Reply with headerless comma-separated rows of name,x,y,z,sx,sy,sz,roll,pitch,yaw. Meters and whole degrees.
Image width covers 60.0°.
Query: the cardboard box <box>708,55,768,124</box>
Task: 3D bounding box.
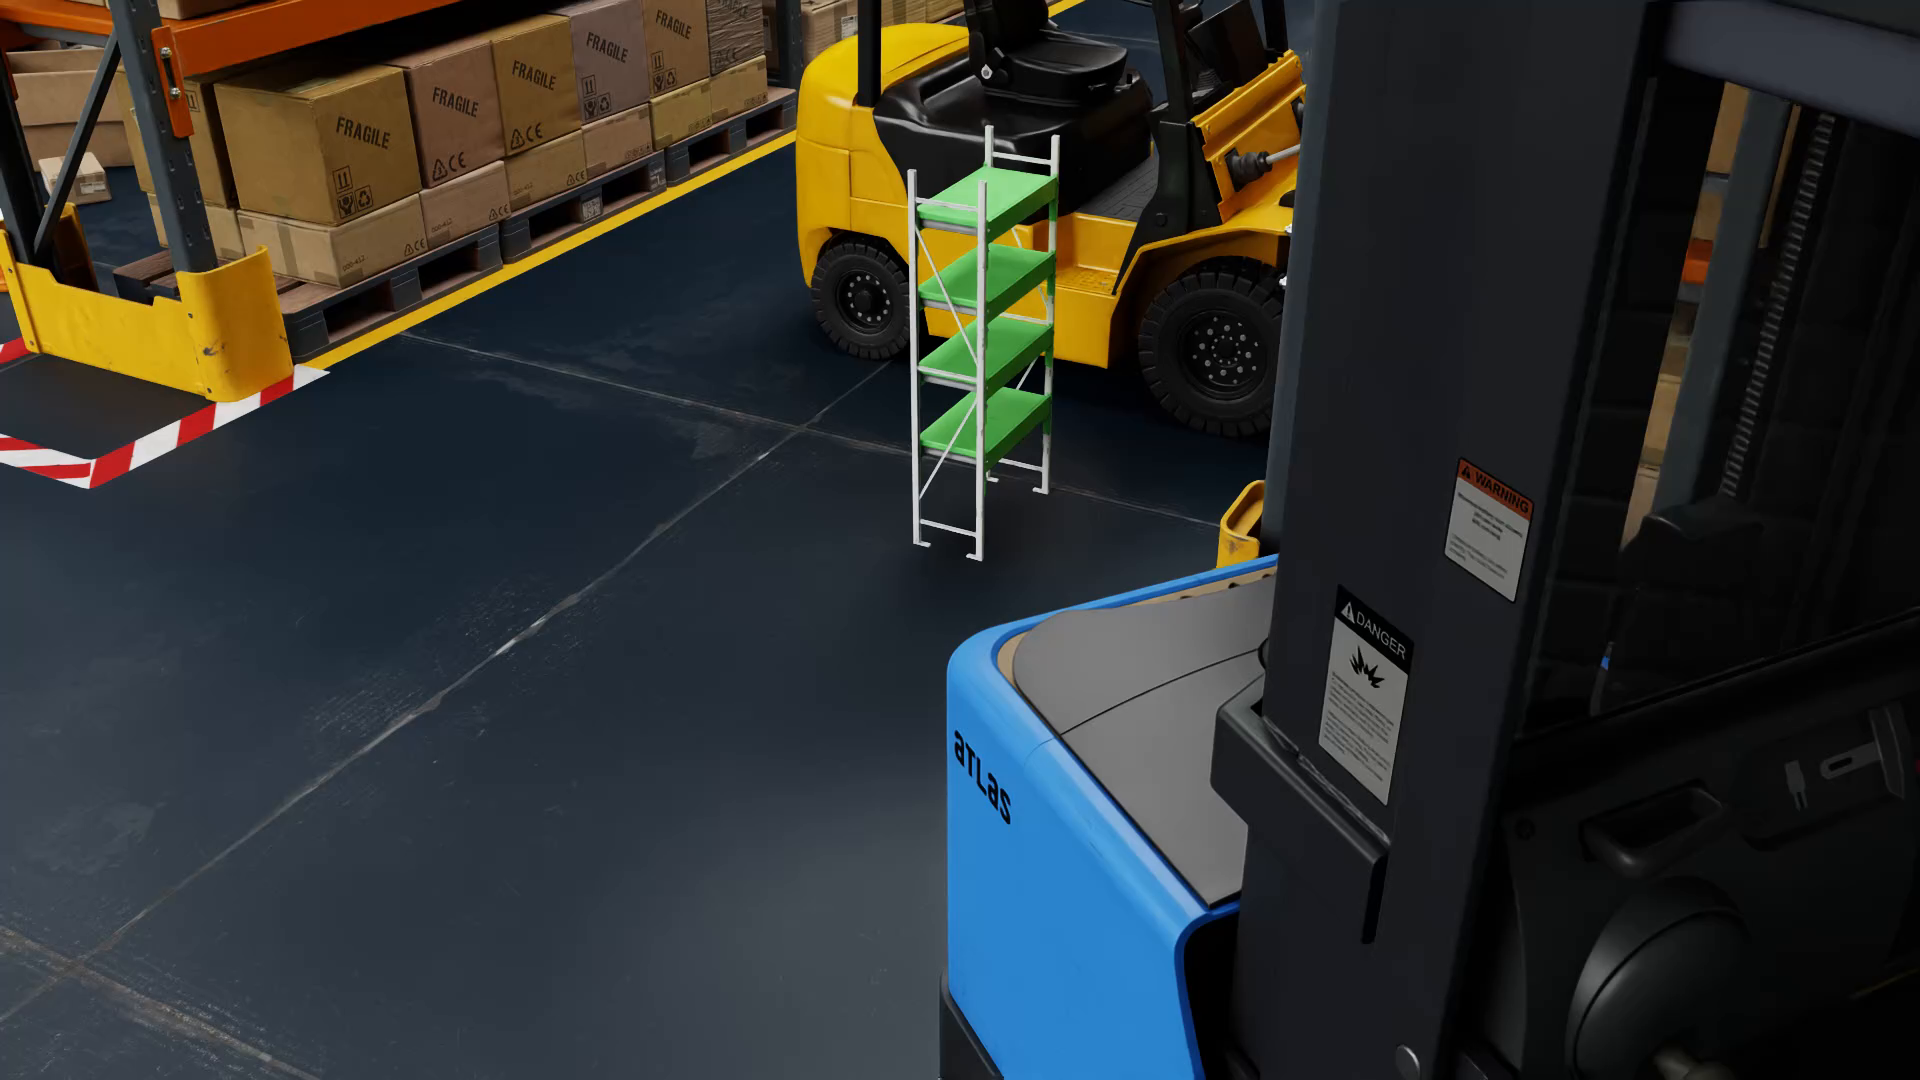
cardboard box,-1.365,-2.411,8.775,0.500,0.250,0.500,16,33,25

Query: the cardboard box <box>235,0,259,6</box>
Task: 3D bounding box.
cardboard box,-2.716,-2.081,6.113,0.380,0.149,0.250,15,33,24

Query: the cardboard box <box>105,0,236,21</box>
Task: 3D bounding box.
cardboard box,-2.818,-1.965,5.912,0.380,0.149,0.250,14,33,23

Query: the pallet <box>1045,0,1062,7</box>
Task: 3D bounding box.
pallet,0.130,-3.962,11.937,1.003,0.211,1.213,14,33,23

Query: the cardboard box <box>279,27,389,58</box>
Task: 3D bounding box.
cardboard box,-2.790,-1.932,7.189,0.500,0.500,0.500,16,33,25

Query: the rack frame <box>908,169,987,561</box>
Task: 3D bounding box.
rack frame,-0.036,-0.486,4.891,0.240,1.200,0.015,14,33,23

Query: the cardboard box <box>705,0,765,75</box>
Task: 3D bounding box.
cardboard box,-1.366,-2.736,8.588,0.500,0.500,0.500,14,33,23

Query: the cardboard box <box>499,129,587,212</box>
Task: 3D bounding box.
cardboard box,-2.067,-1.725,7.580,0.500,0.250,0.500,17,34,27

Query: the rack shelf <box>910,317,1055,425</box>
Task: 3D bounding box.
rack shelf,0.075,-0.538,5.111,0.258,0.148,0.480,14,33,23

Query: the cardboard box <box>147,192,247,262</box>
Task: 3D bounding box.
cardboard box,-3.017,-1.390,6.998,0.500,0.250,0.500,14,33,23

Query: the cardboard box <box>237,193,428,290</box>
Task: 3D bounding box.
cardboard box,-2.543,-1.255,6.763,0.500,0.250,0.500,14,33,23

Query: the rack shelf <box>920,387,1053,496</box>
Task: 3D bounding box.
rack shelf,0.075,-0.330,5.230,0.258,0.148,0.480,14,33,23

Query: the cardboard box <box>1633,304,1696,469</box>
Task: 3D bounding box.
cardboard box,1.651,-0.440,4.339,0.500,0.250,0.500,14,33,23

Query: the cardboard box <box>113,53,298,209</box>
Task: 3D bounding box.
cardboard box,-3.024,-1.700,6.784,0.500,0.500,0.500,15,33,24

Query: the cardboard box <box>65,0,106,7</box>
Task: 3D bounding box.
cardboard box,-3.177,-2.076,6.105,0.380,0.149,0.250,15,33,25

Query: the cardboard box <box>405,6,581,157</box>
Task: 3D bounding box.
cardboard box,-2.063,-2.044,7.384,0.500,0.500,0.500,15,33,24

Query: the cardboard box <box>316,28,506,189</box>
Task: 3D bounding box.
cardboard box,-2.299,-1.824,7.000,0.500,0.500,0.500,13,32,21

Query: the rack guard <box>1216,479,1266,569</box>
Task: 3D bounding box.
rack guard,1.252,0.248,4.315,1.175,0.500,0.348,14,33,23

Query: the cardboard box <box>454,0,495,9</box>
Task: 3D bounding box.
cardboard box,-2.315,-2.389,7.984,0.500,0.500,0.500,16,34,26

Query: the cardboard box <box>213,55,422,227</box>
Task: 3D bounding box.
cardboard box,-2.533,-1.591,6.595,0.500,0.500,0.500,13,32,22

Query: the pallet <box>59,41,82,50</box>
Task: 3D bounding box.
pallet,-6.204,-3.293,10.773,1.003,0.211,1.213,14,33,23

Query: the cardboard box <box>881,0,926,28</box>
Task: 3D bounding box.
cardboard box,-0.774,-3.339,10.269,0.950,0.372,0.625,16,34,26

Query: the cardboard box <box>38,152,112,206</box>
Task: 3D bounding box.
cardboard box,-4.359,-1.773,8.189,0.250,0.149,0.380,-18,34,-28

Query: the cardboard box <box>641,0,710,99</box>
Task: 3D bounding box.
cardboard box,-1.596,-2.510,8.195,0.500,0.500,0.500,15,33,24

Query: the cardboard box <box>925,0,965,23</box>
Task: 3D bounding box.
cardboard box,-0.459,-3.648,10.807,0.950,0.372,0.625,15,33,25

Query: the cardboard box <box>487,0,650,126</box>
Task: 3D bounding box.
cardboard box,-1.827,-2.283,7.800,0.500,0.500,0.500,16,34,26

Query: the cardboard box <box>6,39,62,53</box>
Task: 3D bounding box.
cardboard box,-5.581,-2.818,9.653,0.500,0.500,0.500,21,36,32

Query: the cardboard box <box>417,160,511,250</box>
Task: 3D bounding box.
cardboard box,-2.304,-1.480,7.154,0.500,0.250,0.500,16,33,25

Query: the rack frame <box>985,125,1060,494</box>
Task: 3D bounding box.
rack frame,0.187,-0.702,5.267,0.240,1.200,0.015,14,33,23

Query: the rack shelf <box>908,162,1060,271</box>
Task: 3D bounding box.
rack shelf,0.075,-0.955,4.872,0.258,0.148,0.480,14,33,23

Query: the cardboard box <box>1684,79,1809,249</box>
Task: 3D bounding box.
cardboard box,1.736,-1.046,3.959,0.500,0.500,0.500,15,33,25

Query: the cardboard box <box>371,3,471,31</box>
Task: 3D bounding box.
cardboard box,-2.553,-2.154,7.575,0.500,0.500,0.500,14,33,22

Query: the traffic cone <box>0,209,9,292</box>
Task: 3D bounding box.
traffic cone,-4.110,-1.354,7.143,0.336,0.463,0.334,14,33,23

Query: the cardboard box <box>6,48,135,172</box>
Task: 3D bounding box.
cardboard box,-4.611,-2.241,8.647,0.797,0.503,0.637,-7,31,-11

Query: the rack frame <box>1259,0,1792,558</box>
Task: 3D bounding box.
rack frame,1.263,-0.846,3.711,1.000,3.000,0.127,14,33,23

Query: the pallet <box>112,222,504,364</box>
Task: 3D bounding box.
pallet,-2.721,-1.147,7.036,1.003,0.211,1.213,14,33,23

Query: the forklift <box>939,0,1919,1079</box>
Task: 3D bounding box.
forklift,1.047,0.384,1.639,1.130,2.935,3.031,-13,32,-22

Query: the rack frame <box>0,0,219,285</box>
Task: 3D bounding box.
rack frame,-3.157,-1.971,5.669,1.000,3.000,0.127,14,33,23

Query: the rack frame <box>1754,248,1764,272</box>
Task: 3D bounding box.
rack frame,3.086,-2.619,6.799,1.000,3.000,0.127,14,33,23

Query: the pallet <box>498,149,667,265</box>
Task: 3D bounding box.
pallet,-2.164,-1.686,7.974,1.003,0.211,1.213,14,33,23

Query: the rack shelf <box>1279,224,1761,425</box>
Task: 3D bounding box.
rack shelf,2.174,-1.421,5.435,1.077,0.370,4.000,14,33,23

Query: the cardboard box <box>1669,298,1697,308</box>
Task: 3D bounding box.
cardboard box,1.875,-0.662,4.726,0.500,0.250,0.500,14,33,23

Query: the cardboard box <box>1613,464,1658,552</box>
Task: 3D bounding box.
cardboard box,1.662,-0.214,4.448,0.500,0.250,0.500,15,33,24

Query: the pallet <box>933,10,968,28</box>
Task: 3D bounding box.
pallet,-0.427,-3.423,10.999,1.003,0.211,1.213,14,33,23

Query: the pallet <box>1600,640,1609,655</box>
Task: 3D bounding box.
pallet,1.574,0.014,5.013,1.003,0.211,1.213,14,33,23

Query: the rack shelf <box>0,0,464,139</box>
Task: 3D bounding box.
rack shelf,-2.246,-2.545,7.393,1.077,0.370,4.000,14,33,23

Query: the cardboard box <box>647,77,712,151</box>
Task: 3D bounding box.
cardboard box,-1.599,-2.172,8.360,0.500,0.250,0.500,13,32,22

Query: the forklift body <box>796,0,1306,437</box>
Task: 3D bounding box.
forklift body,0.503,-1.733,6.107,2.313,2.155,1.214,14,33,23

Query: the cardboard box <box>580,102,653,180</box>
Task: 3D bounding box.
cardboard box,-1.834,-1.948,7.969,0.500,0.250,0.500,15,33,24

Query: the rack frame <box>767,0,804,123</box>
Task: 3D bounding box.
rack frame,-1.335,-3.744,8.757,1.000,3.000,0.127,14,33,23

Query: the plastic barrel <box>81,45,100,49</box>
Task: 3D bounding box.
plastic barrel,-4.939,-2.854,9.795,0.421,0.421,0.512,-12,32,-20

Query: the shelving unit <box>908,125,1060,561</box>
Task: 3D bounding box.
shelving unit,0.075,-0.594,5.079,0.258,1.200,0.503,14,33,23

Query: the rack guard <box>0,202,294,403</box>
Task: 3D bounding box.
rack guard,-3.123,-0.920,6.351,1.175,0.500,0.348,14,33,23

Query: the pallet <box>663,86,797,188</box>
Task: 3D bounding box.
pallet,-1.609,-2.229,8.919,1.003,0.211,1.213,14,33,23

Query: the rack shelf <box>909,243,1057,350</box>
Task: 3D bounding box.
rack shelf,0.075,-0.746,4.991,0.258,0.148,0.480,14,33,23

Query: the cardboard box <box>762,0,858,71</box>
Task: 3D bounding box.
cardboard box,-1.098,-3.020,9.713,0.950,0.372,0.625,15,33,24

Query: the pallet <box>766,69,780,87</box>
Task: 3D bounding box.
pallet,-0.982,-2.880,10.053,1.003,0.211,1.213,14,33,23
